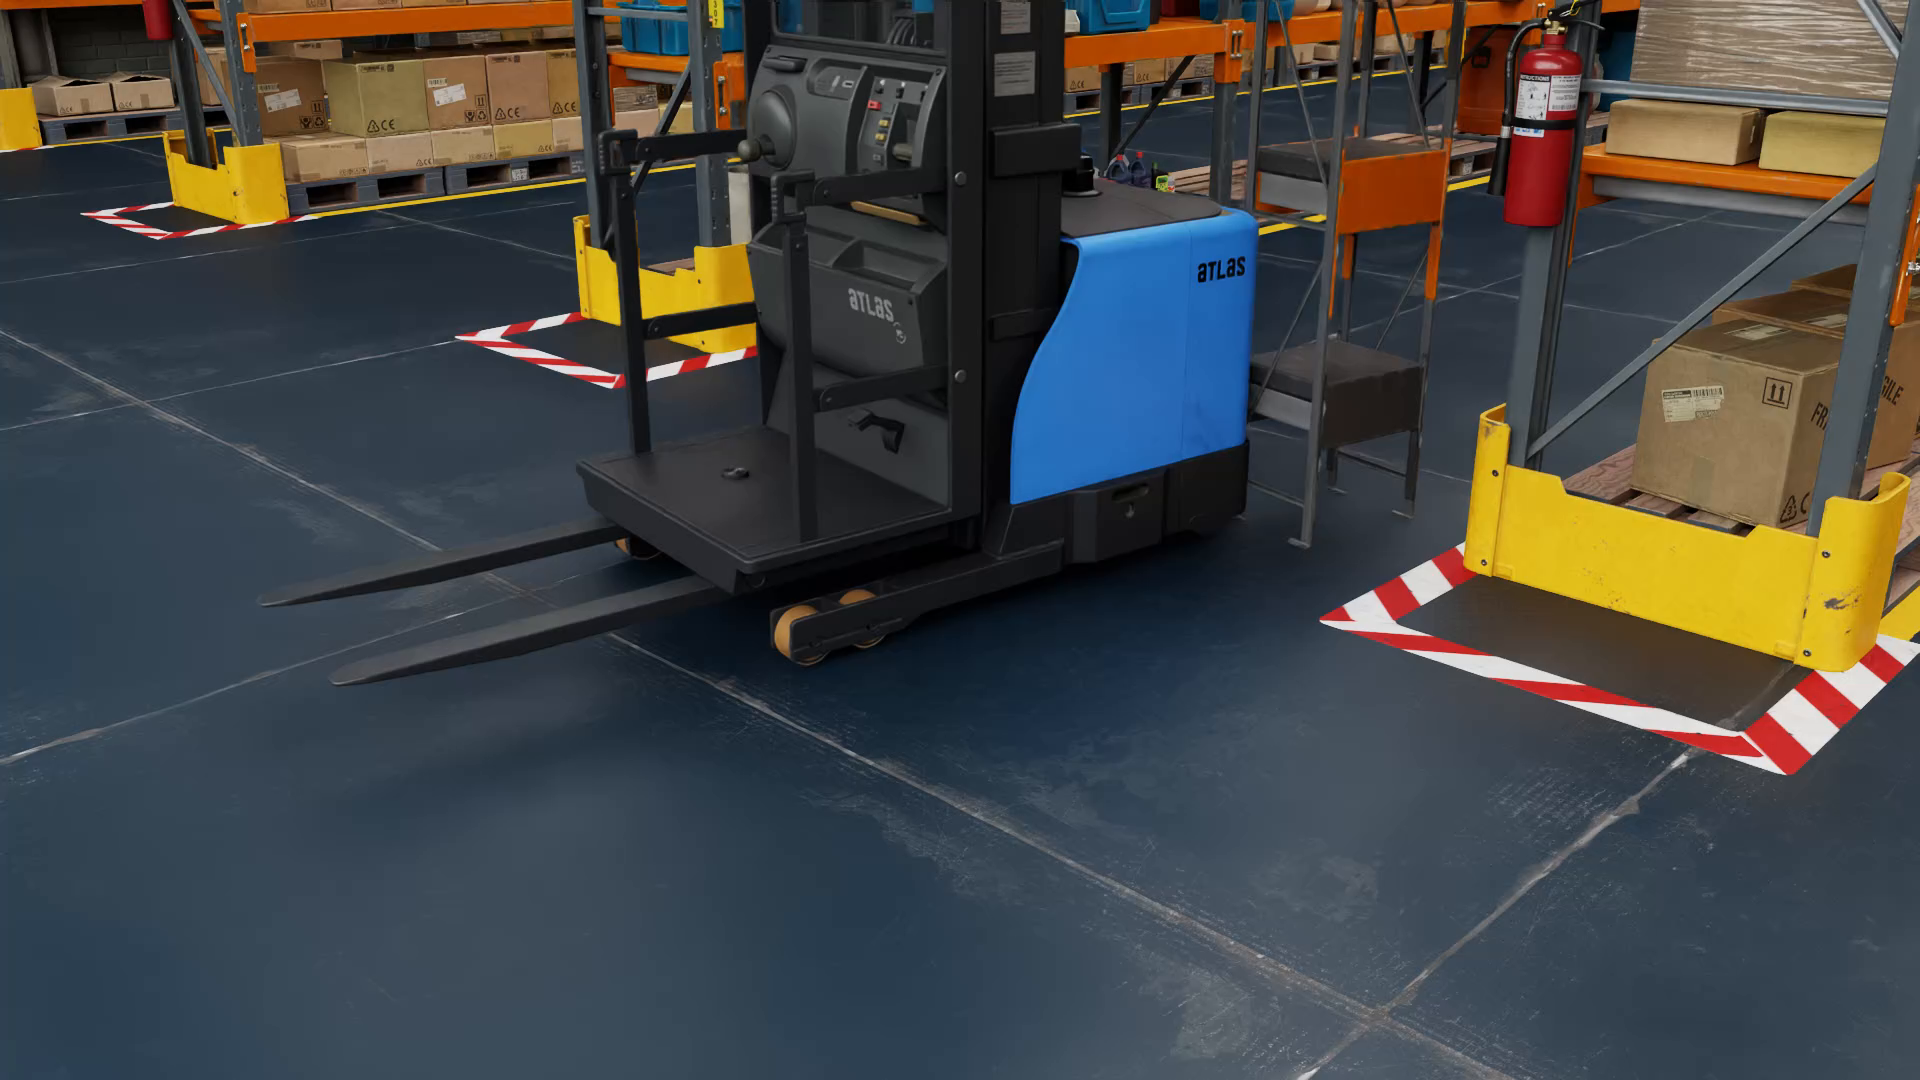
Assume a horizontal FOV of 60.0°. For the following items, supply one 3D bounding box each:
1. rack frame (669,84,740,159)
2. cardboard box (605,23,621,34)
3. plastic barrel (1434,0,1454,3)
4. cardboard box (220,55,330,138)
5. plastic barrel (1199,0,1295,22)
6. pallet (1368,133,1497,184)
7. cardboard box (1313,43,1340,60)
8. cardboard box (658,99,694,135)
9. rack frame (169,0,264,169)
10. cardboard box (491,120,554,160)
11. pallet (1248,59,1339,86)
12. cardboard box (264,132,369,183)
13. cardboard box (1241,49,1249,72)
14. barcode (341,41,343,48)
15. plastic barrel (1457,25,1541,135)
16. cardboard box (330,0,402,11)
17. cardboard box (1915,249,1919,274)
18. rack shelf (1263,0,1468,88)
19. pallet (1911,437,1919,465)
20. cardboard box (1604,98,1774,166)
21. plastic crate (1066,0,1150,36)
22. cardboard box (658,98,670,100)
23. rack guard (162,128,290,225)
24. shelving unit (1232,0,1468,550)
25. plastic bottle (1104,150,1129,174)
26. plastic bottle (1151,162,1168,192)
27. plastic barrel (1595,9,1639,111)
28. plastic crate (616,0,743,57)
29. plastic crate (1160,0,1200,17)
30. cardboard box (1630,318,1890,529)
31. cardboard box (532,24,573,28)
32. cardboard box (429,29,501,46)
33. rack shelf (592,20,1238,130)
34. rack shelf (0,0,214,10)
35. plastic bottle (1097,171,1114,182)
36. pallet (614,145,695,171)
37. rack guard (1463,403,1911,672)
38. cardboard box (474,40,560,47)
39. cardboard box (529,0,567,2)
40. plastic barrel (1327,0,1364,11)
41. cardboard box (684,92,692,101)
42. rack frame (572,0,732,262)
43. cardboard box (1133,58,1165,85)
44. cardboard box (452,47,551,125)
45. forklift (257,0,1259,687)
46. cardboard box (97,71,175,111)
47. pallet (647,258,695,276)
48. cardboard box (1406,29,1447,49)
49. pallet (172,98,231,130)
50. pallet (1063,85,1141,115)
[{"bbox_3d":[-2.224,-4.702,13.627,1.000,3.000,0.127,19,28,41],"label":"rack frame"},{"bbox_3d":[-4.219,-5.571,18.760,0.700,0.500,0.500,19,28,40],"label":"cardboard box"},{"bbox_3d":[3.548,-4.224,12.227,0.421,0.512,0.421,0,21,0],"label":"plastic barrel"},{"bbox_3d":[-4.854,-3.149,11.787,0.500,0.500,0.500,19,28,41],"label":"cardboard box"},{"bbox_3d":[1.809,-3.719,10.370,0.600,0.901,0.708,19,28,41],"label":"plastic barrel"},{"bbox_3d":[3.544,-2.998,13.081,1.003,0.211,1.213,19,28,41],"label":"pallet"},{"bbox_3d":[4.401,-5.920,20.131,0.380,0.166,0.250,19,28,41],"label":"cardboard box"},{"bbox_3d":[-2.391,-3.441,13.592,0.500,0.250,0.500,19,28,41],"label":"cardboard box"},{"bbox_3d":[-5.015,-3.674,10.952,1.000,3.000,0.127,19,28,41],"label":"rack frame"},{"bbox_3d":[-3.433,-3.054,12.586,0.500,0.250,0.500,19,28,41],"label":"cardboard box"},{"bbox_3d":[3.837,-5.633,19.936,1.003,0.211,1.213,19,28,41],"label":"pallet"},{"bbox_3d":[-4.481,-2.668,11.583,0.500,0.250,0.500,19,28,41],"label":"cardboard box"},{"bbox_3d":[2.867,-5.473,18.505,0.500,0.500,0.500,19,28,41],"label":"cardboard box"},{"bbox_3d":[-6.325,-5.050,16.957,0.001,0.075,0.075,19,28,41],"label":"barcode"},{"bbox_3d":[4.442,-3.803,13.726,0.600,0.830,0.708,19,28,41],"label":"plastic barrel"},{"bbox_3d":[-4.317,-3.973,11.592,0.500,0.500,0.700,-19,28,-41],"label":"cardboard box"},{"bbox_3d":[3.792,-0.830,6.451,0.500,0.500,0.500,16,26,36],"label":"cardboard box"},{"bbox_3d":[1.247,-1.699,5.154,0.480,0.518,0.431,-13,25,-31],"label":"rack shelf"},{"bbox_3d":[3.577,-0.423,6.382,1.003,0.211,1.213,19,28,41],"label":"pallet"},{"bbox_3d":[2.131,-1.201,4.869,0.380,0.149,0.250,19,28,41],"label":"cardboard box"},{"bbox_3d":[0.745,-3.039,9.509,0.499,0.251,0.616,19,28,41],"label":"plastic crate"},{"bbox_3d":[-2.765,-3.571,13.932,0.500,0.250,0.500,19,28,41],"label":"cardboard box"},{"bbox_3d":[-5.031,-2.501,11.384,1.175,0.500,0.348,19,28,41],"label":"rack guard"},{"bbox_3d":[1.247,-1.058,5.401,0.503,2.100,0.431,-13,25,-31],"label":"shelving unit"},{"bbox_3d":[0.976,-2.229,10.271,0.144,0.351,0.185,19,28,41],"label":"plastic bottle"},{"bbox_3d":[1.223,-2.192,10.271,0.133,0.283,0.061,-18,28,-39],"label":"plastic bottle"},{"bbox_3d":[6.017,-4.417,15.224,0.600,0.901,0.708,19,28,41],"label":"plastic barrel"},{"bbox_3d":[-1.333,-2.567,8.280,0.499,0.251,0.616,19,28,41],"label":"plastic crate"},{"bbox_3d":[1.441,-3.692,10.910,0.402,0.464,0.583,19,28,41],"label":"plastic crate"},{"bbox_3d":[2.528,-0.379,5.278,0.500,0.500,0.500,-14,25,-32],"label":"cardboard box"},{"bbox_3d":[-4.609,-5.772,18.235,0.500,0.250,0.500,18,28,39],"label":"cardboard box"},{"bbox_3d":[-5.274,-5.173,17.723,0.500,0.500,0.700,-19,28,-40],"label":"cardboard box"},{"bbox_3d":[-0.073,-2.611,9.190,1.077,0.370,4.000,19,28,41],"label":"rack shelf"},{"bbox_3d":[-7.171,-5.091,15.641,1.077,0.370,4.000,19,28,41],"label":"rack shelf"},{"bbox_3d":[0.862,-2.059,9.924,0.133,0.283,0.061,-18,27,-39],"label":"plastic bottle"},{"bbox_3d":[-2.809,-3.206,13.622,1.003,0.211,1.213,19,28,41],"label":"pallet"},{"bbox_3d":[2.134,-0.046,4.998,1.175,0.500,0.348,19,28,41],"label":"rack guard"},{"bbox_3d":[-3.469,-3.667,13.135,0.500,0.500,0.500,19,28,41],"label":"cardboard box"},{"bbox_3d":[-3.245,-4.368,12.618,0.500,0.500,0.700,-20,28,-41],"label":"cardboard box"},{"bbox_3d":[2.659,-3.904,11.362,0.433,0.535,0.433,0,21,0],"label":"plastic barrel"},{"bbox_3d":[-2.143,-3.794,14.511,0.500,0.250,0.500,19,28,40],"label":"cardboard box"},{"bbox_3d":[-1.468,-2.433,7.724,1.000,3.000,0.127,19,28,41],"label":"rack frame"},{"bbox_3d":[1.803,-5.078,17.476,0.500,0.500,0.500,19,28,40],"label":"cardboard box"},{"bbox_3d":[-3.433,-3.403,12.450,0.500,0.500,0.500,19,28,41],"label":"cardboard box"},{"bbox_3d":[-0.510,-1.230,4.690,3.031,2.935,1.130,-15,26,-34],"label":"forklift"},{"bbox_3d":[-7.622,-4.165,15.364,0.500,0.311,0.500,-17,27,-38],"label":"cardboard box"},{"bbox_3d":[-0.878,-1.370,8.845,1.003,0.211,1.213,19,28,41],"label":"pallet"},{"bbox_3d":[5.944,-6.624,21.498,0.500,0.500,0.500,19,28,41],"label":"cardboard box"},{"bbox_3d":[-7.070,-4.143,16.058,1.003,0.211,1.213,19,28,41],"label":"pallet"},{"bbox_3d":[1.114,-4.611,17.277,1.003,0.211,1.213,19,28,41],"label":"pallet"}]
